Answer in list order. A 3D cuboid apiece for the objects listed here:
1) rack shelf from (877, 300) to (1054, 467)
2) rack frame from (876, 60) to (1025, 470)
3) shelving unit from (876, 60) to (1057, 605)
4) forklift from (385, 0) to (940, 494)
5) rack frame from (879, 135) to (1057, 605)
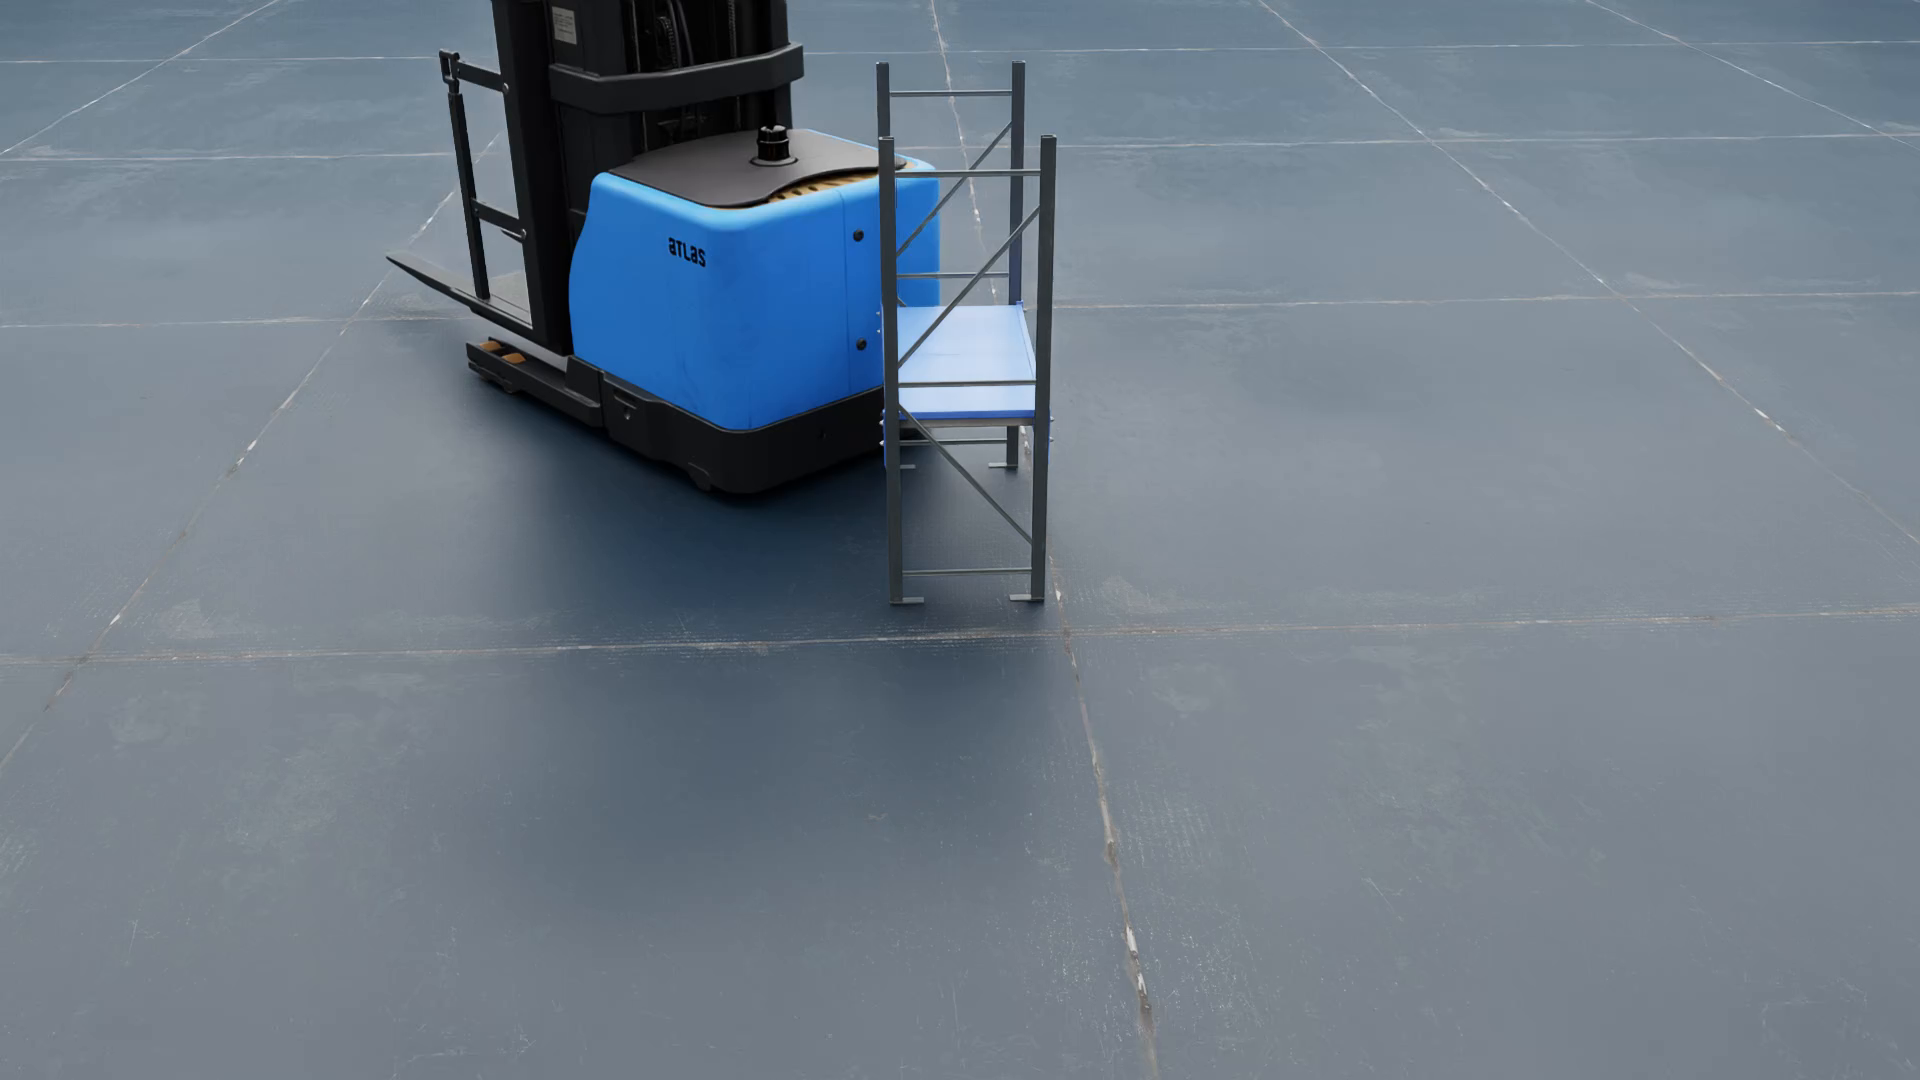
[{"bbox_3d":[-0.004,-0.545,5.562,0.538,0.185,1.000,-1,28,-3],"label":"rack shelf"},{"bbox_3d":[-0.031,-0.939,5.929,0.500,1.500,0.032,-1,28,-3],"label":"rack frame"},{"bbox_3d":[-0.004,-0.704,5.479,0.538,1.500,1.048,-1,28,-3],"label":"shelving unit"},{"bbox_3d":[-1.436,-2.054,6.518,1.130,2.935,3.031,-24,36,-38],"label":"forklift"},{"bbox_3d":[0.022,-0.470,5.028,0.500,1.500,0.032,-1,28,-3],"label":"rack frame"}]
